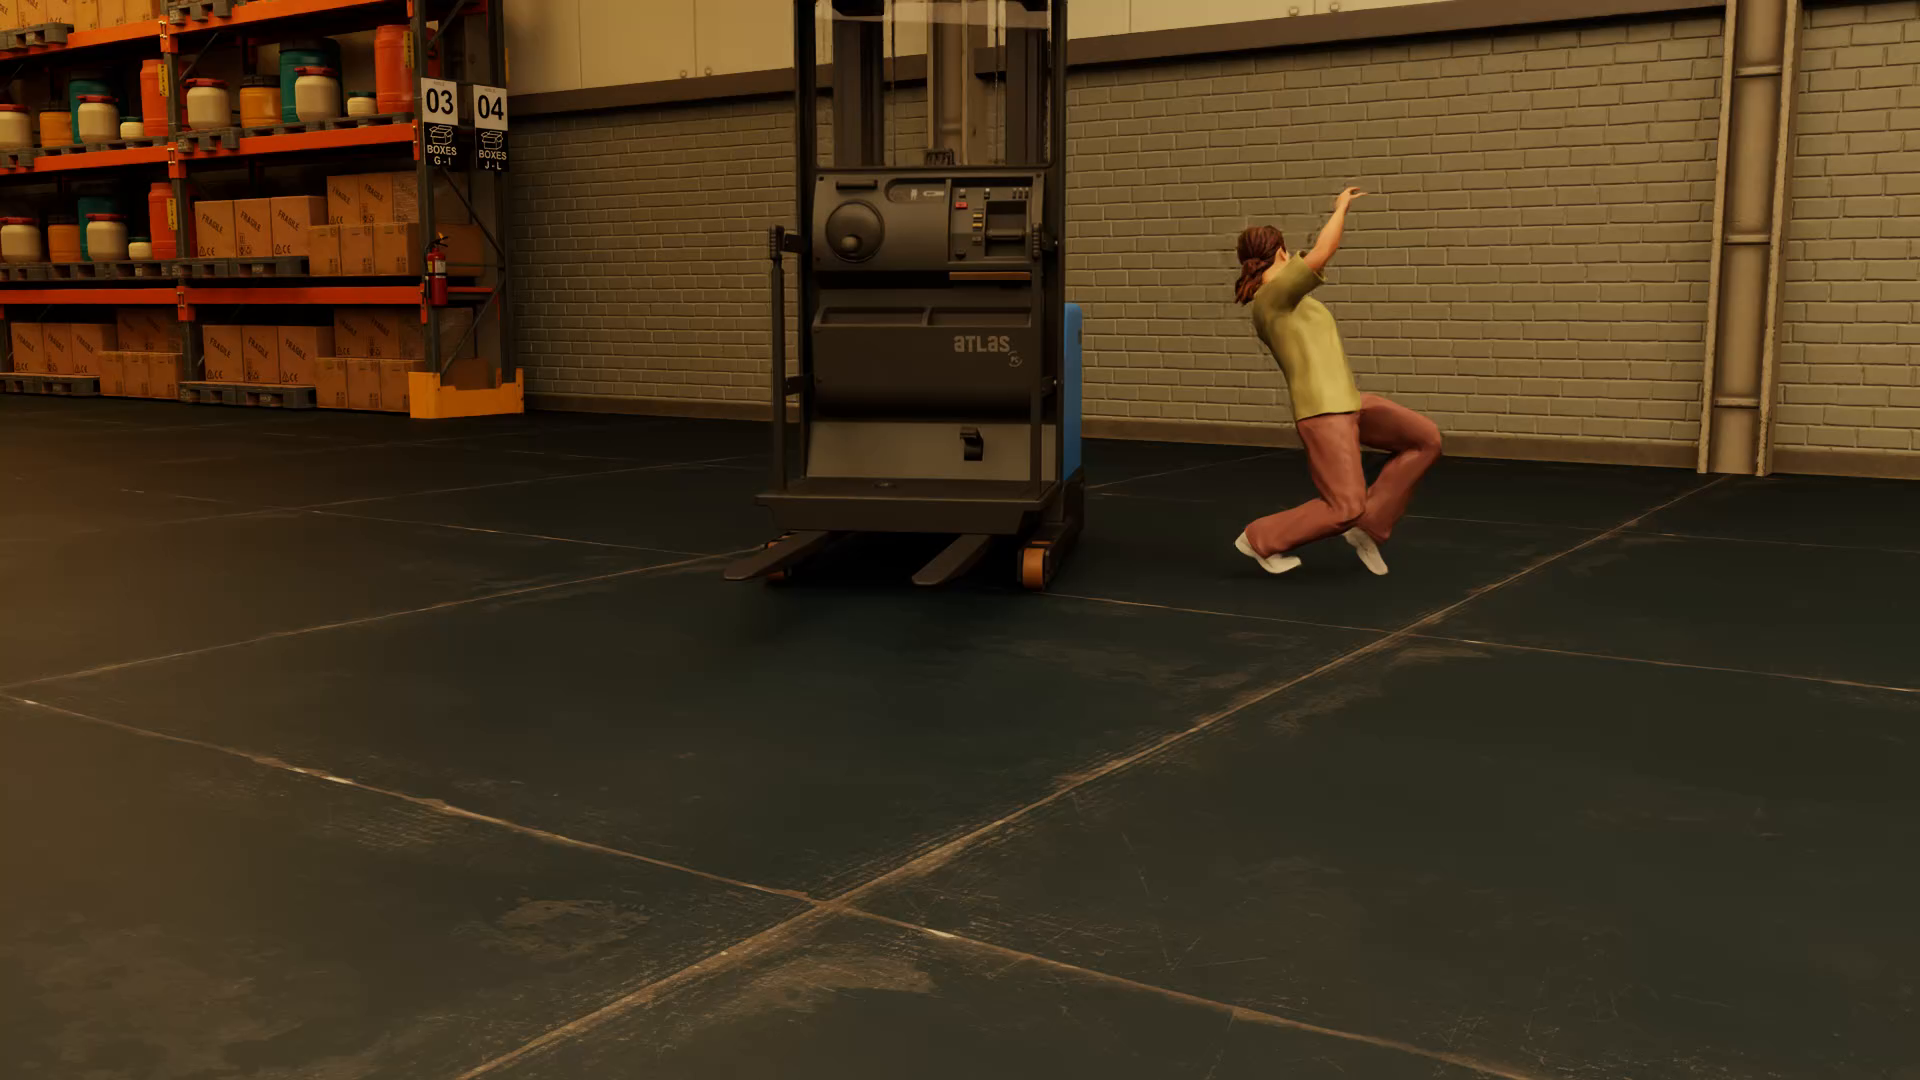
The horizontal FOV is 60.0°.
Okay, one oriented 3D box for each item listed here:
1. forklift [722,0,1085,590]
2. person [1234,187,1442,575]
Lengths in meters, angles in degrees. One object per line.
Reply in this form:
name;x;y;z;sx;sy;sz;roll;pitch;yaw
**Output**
forklift;-0.161;-1.314;6.436;1.130;2.935;3.031;1;8;9
person;1.528;-0.620;6.653;0.801;1.530;0.992;3;9;20
